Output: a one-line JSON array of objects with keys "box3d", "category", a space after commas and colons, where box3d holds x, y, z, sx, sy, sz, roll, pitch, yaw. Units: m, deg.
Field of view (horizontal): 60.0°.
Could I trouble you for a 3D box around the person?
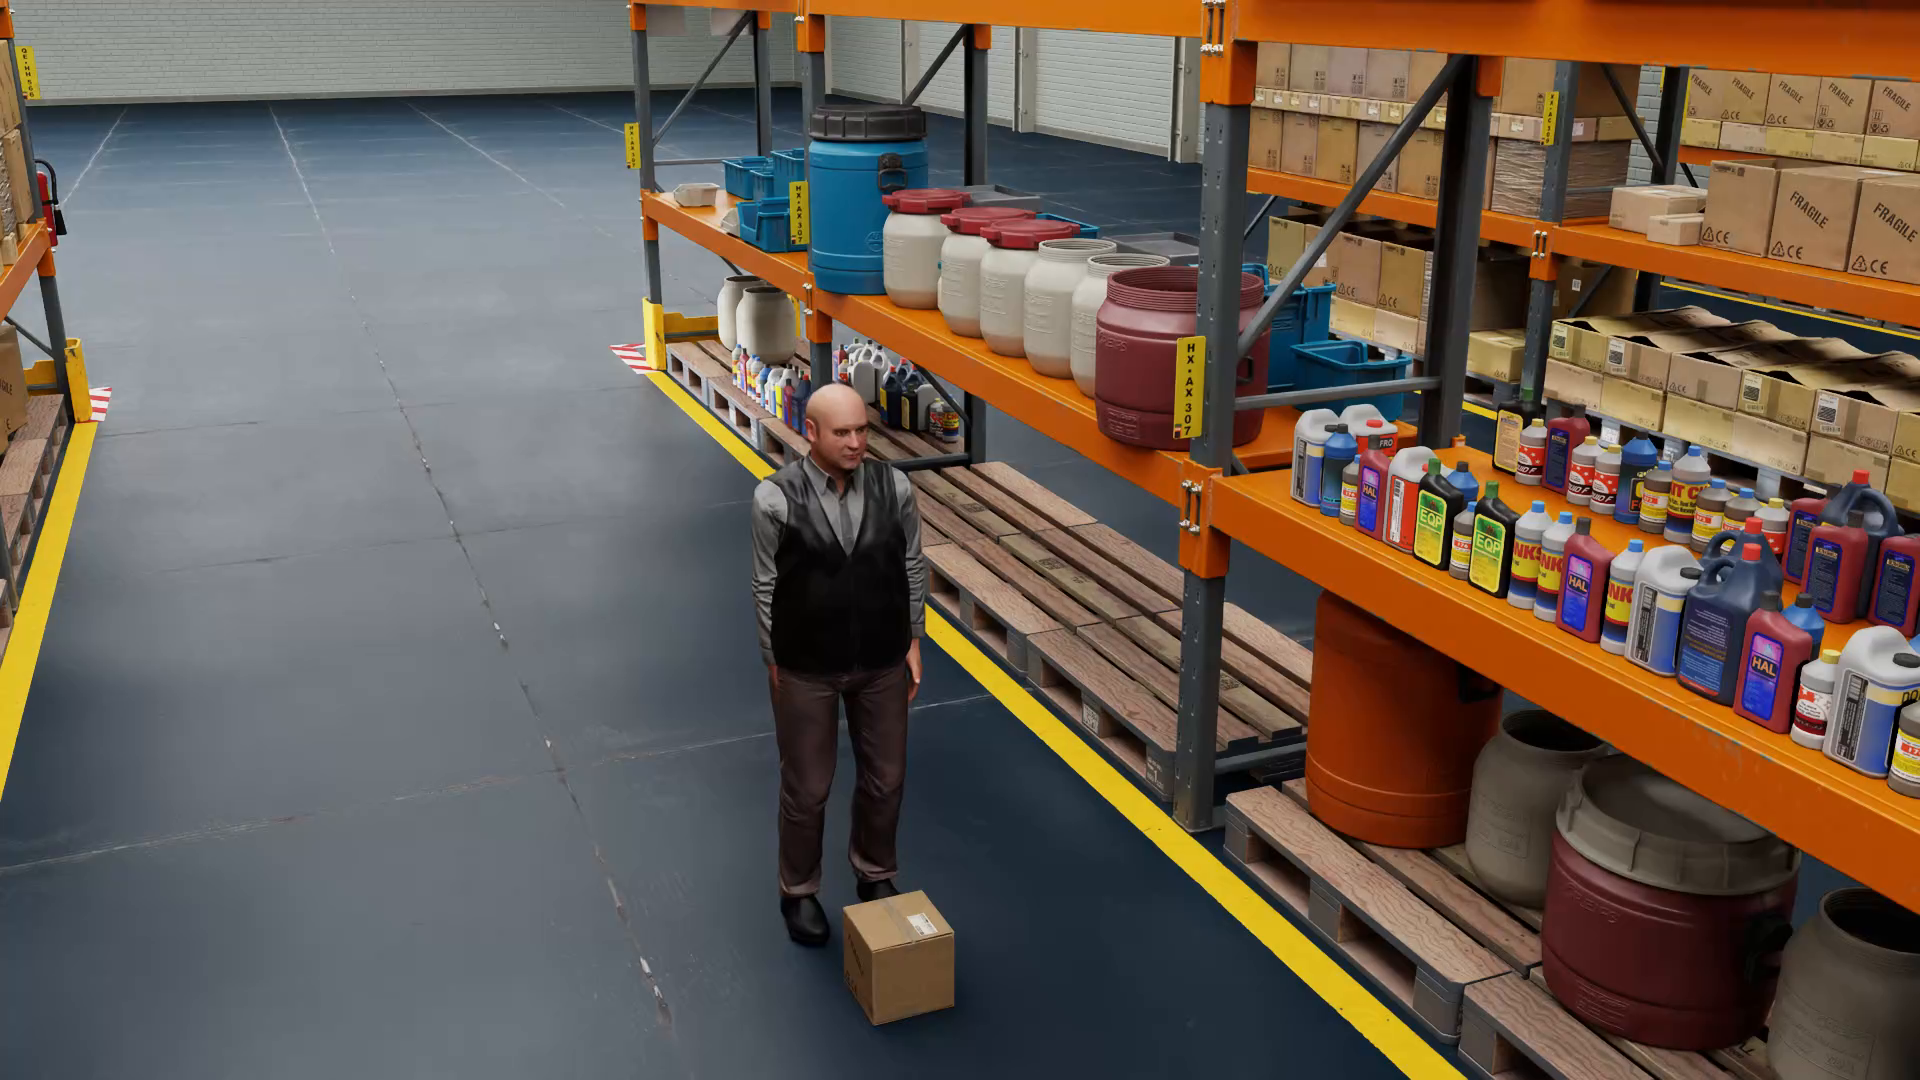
[{"box3d": [-0.348, 0.371, 5.015, 0.533, 1.715, 0.360, -7, 20, -21], "category": "person"}]
